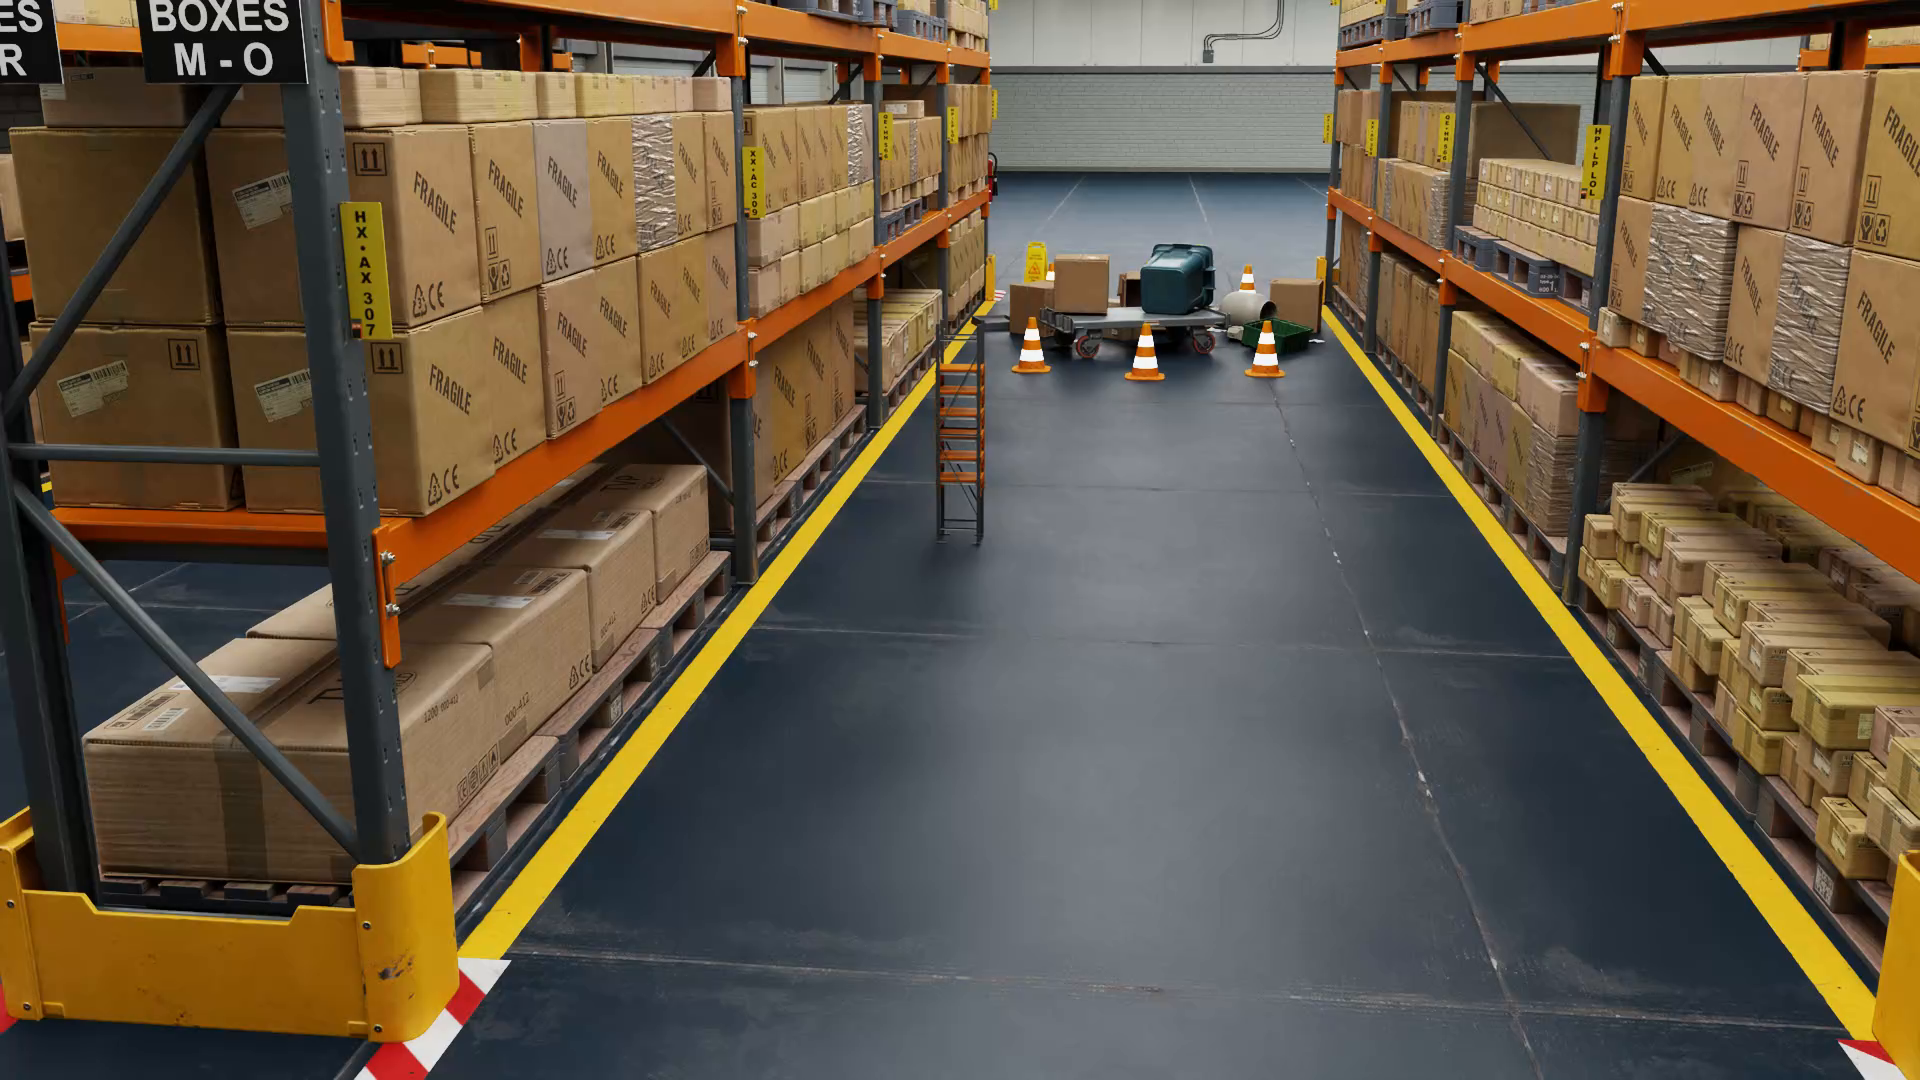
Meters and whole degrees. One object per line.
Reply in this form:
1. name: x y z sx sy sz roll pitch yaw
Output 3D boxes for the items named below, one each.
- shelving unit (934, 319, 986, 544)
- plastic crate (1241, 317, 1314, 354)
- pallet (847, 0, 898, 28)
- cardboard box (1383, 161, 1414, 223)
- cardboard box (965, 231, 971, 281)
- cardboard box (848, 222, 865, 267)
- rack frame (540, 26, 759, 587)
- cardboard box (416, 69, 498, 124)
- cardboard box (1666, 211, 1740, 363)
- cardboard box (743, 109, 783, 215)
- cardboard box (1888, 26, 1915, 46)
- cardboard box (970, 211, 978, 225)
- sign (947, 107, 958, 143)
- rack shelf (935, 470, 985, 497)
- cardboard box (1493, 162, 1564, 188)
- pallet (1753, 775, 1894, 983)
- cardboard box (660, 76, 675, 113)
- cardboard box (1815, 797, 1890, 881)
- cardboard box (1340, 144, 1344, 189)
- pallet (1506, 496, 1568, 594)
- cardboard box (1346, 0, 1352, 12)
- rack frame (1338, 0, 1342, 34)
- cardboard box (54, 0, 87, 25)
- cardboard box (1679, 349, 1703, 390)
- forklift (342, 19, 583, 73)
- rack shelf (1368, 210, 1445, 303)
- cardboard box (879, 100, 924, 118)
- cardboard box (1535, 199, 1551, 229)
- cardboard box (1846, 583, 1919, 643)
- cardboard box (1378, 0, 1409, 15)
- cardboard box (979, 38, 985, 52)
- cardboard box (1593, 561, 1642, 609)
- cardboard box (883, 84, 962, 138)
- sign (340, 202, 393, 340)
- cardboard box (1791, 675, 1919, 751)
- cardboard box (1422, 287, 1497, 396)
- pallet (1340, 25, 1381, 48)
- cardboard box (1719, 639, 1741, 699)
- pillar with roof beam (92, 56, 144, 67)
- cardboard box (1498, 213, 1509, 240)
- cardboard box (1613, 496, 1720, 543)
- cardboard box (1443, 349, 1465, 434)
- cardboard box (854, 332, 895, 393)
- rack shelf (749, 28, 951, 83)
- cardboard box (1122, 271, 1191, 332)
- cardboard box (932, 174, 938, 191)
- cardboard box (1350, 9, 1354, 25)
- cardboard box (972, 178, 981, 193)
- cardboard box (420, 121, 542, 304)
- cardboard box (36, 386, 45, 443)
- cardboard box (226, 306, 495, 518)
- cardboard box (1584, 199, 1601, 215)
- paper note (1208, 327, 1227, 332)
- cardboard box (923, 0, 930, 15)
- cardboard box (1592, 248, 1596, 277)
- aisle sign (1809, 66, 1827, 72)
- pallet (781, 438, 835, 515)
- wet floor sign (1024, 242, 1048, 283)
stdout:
1. shelving unit: 0.002 -0.583 9.019 0.258 1.200 0.189 2 15 6
2. plastic crate: 3.029 -1.952 15.912 0.450 0.188 0.662 22 25 31
3. pallet: -1.090 -3.469 10.859 1.213 0.211 1.003 2 15 9
4. cardboard box: 3.928 -2.987 14.271 0.500 0.500 0.500 2 15 7
5. cardboard box: -0.175 -2.974 17.440 0.500 0.500 0.500 3 15 9
6. cardboard box: -0.911 -1.936 10.863 0.500 0.250 0.500 2 15 7
7. rack frame: -1.522 -1.243 8.012 1.000 3.000 0.127 2 15 6
8. cardboard box: -1.556 -1.268 4.753 0.380 0.149 0.250 2 15 8
9. cardboard box: 2.961 -0.936 6.116 0.500 0.500 0.500 1 15 5
10. cardboard box: -1.186 -1.880 8.259 0.500 0.500 0.500 2 15 7
11. cardboard box: 9.141 -4.795 15.689 0.500 0.250 0.500 2 15 6
12. cardboard box: -0.005 -3.528 18.247 0.380 0.149 0.250 2 15 7
13. sign: -0.067 -3.861 15.477 0.100 0.325 0.005 2 15 6
14. rack shelf: 0.002 -0.308 9.094 0.258 0.103 0.180 2 15 6
15. cardboard box: 3.555 -2.282 10.392 0.380 0.149 0.250 2 15 6
16. pallet: 3.092 1.031 4.945 1.003 0.211 1.213 2 15 6
17. cardboard box: -1.416 -1.868 6.975 0.380 0.149 0.250 2 15 6
18. cardboard box: 2.737 0.875 4.836 0.380 0.149 0.250 2 15 8
19. cardboard box: 4.765 -4.210 18.699 0.875 0.550 0.550 2 15 6
20. pallet: 3.495 0.021 8.681 1.003 0.211 1.213 2 15 6
21. cardboard box: 4.397 -5.757 17.679 0.500 0.250 0.500 2 15 6
22. rack frame: 4.762 -7.132 18.297 1.000 3.000 0.127 2 15 6
23. cardboard box: -5.932 -3.401 10.533 0.500 0.250 0.500 2 15 6
24. cardboard box: 2.988 -0.665 6.354 0.380 0.149 0.250 2 15 7
25. forklift: -2.922 -1.823 10.288 1.130 2.935 3.031 2 15 6
26. rack shelf: 4.085 -2.332 13.419 1.077 0.370 4.000 2 15 6
27. cardboard box: -0.511 -3.720 14.364 0.380 0.149 0.250 1 15 5
28. cardboard box: 3.402 -1.799 9.177 0.380 0.149 0.250 2 15 7
29. cardboard box: 3.416 0.265 5.954 0.380 0.149 0.250 2 15 6
30. cardboard box: 4.034 -4.880 15.201 0.380 0.149 0.250 2 15 6
31. cardboard box: 0.075 -5.516 18.548 0.380 0.149 0.250 2 15 7
32. cardboard box: 3.018 0.204 7.318 0.380 0.149 0.250 2 15 8
33. cardboard box: -0.354 -4.100 15.901 0.700 0.500 0.500 2 15 6
34. sign: -1.422 -0.644 3.986 0.100 0.325 0.005 2 15 6
35. cardboard box: 2.753 0.521 5.005 0.380 0.149 0.250 1 15 5
36. cardboard box: 4.018 -1.433 12.220 1.050 0.750 0.750 1 15 5
37. pallet: 4.689 -5.448 17.987 1.003 0.211 1.213 2 15 6
38. cardboard box: 2.883 0.463 5.790 0.380 0.149 0.250 2 15 9
39. pillar with roof beam: -2.474 -5.559 12.483 9.100 9.000 0.400 2 15 6
40. cardboard box: 3.519 -1.922 10.202 0.380 0.149 0.250 2 15 9
41. cardboard box: 3.074 -0.084 7.244 0.380 0.149 0.250 2 15 9
42. cardboard box: 3.526 -0.981 11.027 0.500 0.500 0.500 1 15 4
43. cardboard box: -0.997 -1.361 12.678 0.950 0.372 0.625 1 15 2
44. rack shelf: -0.845 -3.900 13.469 1.077 0.370 4.000 2 15 6
45. cardboard box: 2.053 -2.443 16.972 0.797 0.637 0.503 2 15 6
46. cardboard box: -0.403 -3.258 15.140 0.380 0.149 0.250 2 15 7
47. cardboard box: 4.291 -5.472 17.391 0.380 0.149 0.250 2 15 6
48. cardboard box: 0.035 -3.928 18.424 0.380 0.149 0.250 2 15 7
49. cardboard box: -1.584 -0.987 4.958 0.500 0.500 0.500 1 15 5
50. cardboard box: -6.000 -0.905 10.747 0.500 0.500 0.500 1 15 4
51. cardboard box: -1.634 -0.370 4.591 0.500 0.500 0.500 2 15 6
52. cardboard box: 3.289 -1.672 8.134 0.380 0.149 0.250 1 15 5
53. paper note: 2.646 -2.167 17.134 0.172 0.023 0.155 7 17 25
54. cardboard box: -0.541 -4.740 14.683 0.500 0.250 0.500 1 15 5
55. cardboard box: 3.256 -1.314 7.950 0.380 0.149 0.250 1 15 5
56. aisle sign: 9.388 -5.343 18.195 0.394 0.787 0.004 2 15 6
57. pallet: -1.374 -0.416 10.298 1.003 0.211 1.213 2 15 6
58. wet floor sign: 0.917 -3.236 19.895 0.267 0.644 0.232 7 17 25
